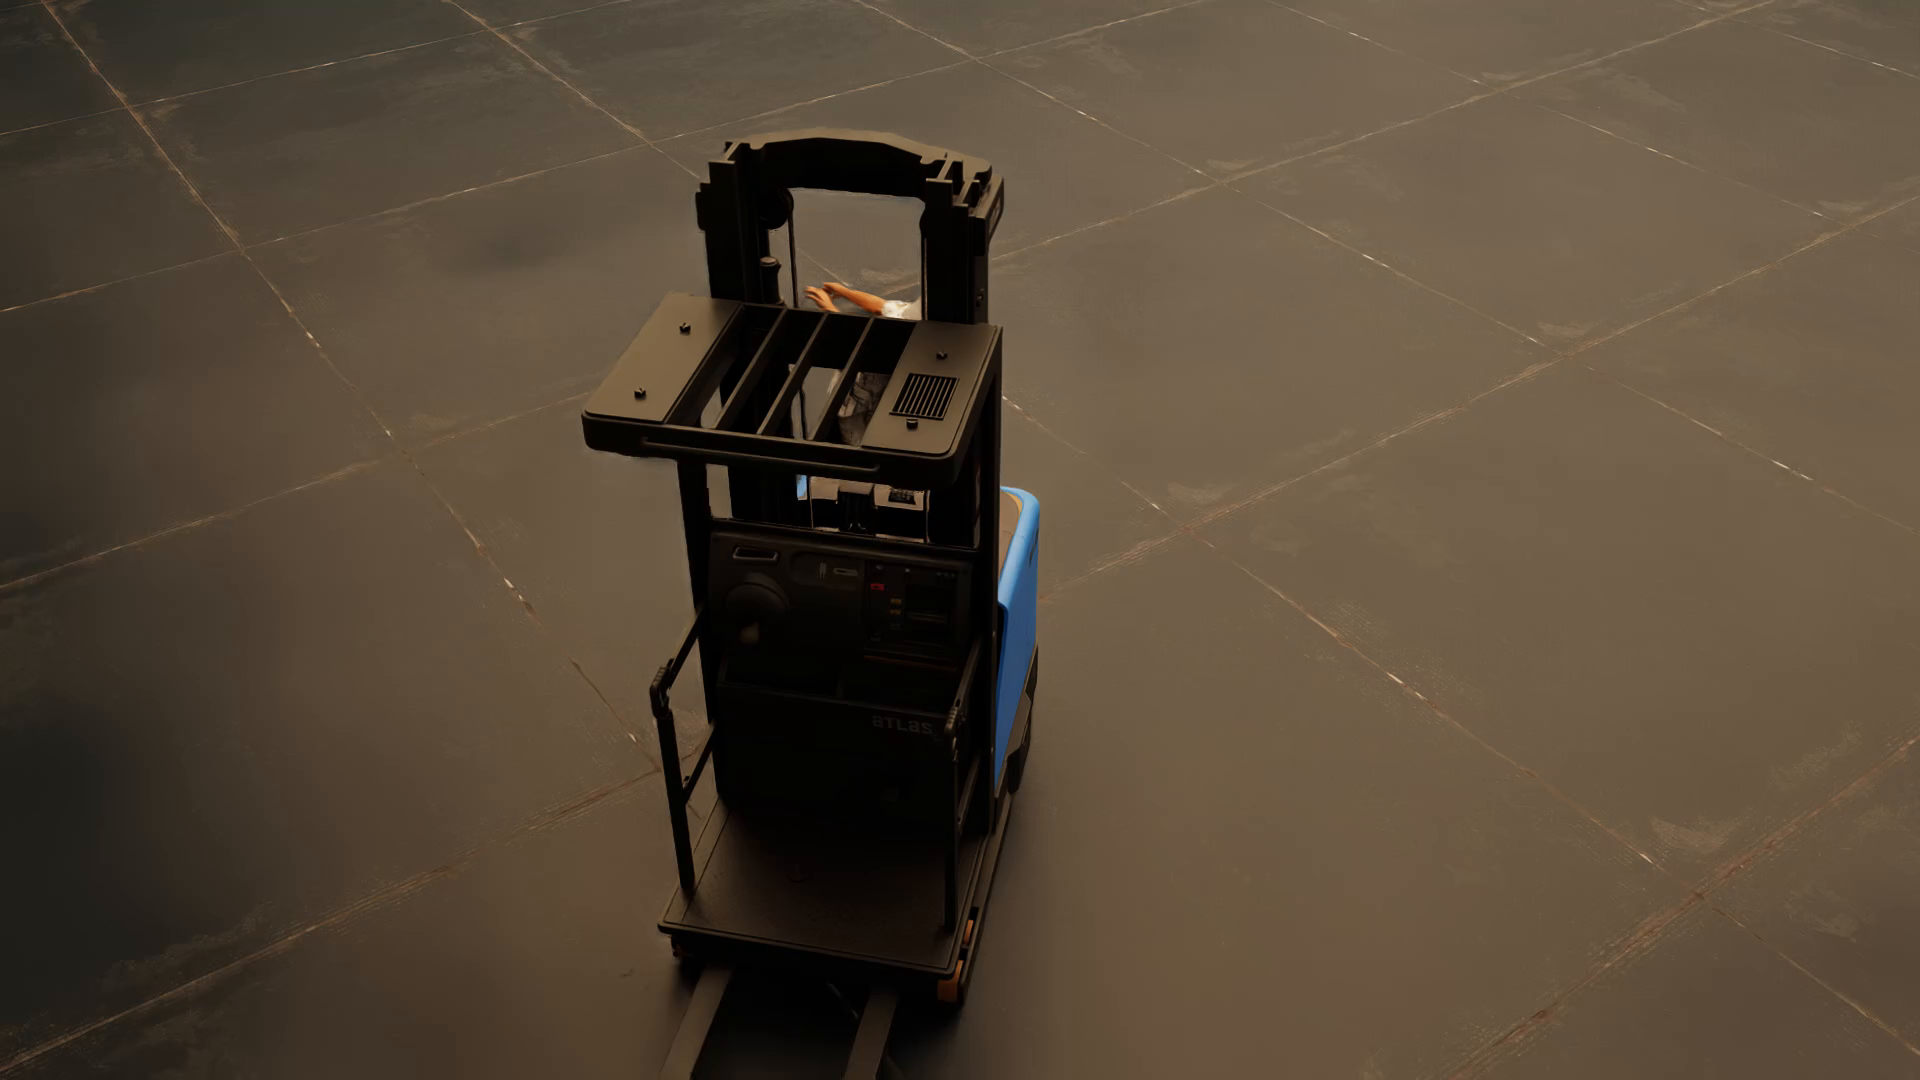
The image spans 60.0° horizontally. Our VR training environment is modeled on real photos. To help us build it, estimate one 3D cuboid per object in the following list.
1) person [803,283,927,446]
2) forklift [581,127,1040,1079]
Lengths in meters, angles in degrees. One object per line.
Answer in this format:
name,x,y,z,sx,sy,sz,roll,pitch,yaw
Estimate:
person,-0.430,-0.702,8.117,0.681,1.459,1.026,-10,38,-14
forklift,-0.461,0.275,5.573,1.130,2.935,3.031,7,37,9
